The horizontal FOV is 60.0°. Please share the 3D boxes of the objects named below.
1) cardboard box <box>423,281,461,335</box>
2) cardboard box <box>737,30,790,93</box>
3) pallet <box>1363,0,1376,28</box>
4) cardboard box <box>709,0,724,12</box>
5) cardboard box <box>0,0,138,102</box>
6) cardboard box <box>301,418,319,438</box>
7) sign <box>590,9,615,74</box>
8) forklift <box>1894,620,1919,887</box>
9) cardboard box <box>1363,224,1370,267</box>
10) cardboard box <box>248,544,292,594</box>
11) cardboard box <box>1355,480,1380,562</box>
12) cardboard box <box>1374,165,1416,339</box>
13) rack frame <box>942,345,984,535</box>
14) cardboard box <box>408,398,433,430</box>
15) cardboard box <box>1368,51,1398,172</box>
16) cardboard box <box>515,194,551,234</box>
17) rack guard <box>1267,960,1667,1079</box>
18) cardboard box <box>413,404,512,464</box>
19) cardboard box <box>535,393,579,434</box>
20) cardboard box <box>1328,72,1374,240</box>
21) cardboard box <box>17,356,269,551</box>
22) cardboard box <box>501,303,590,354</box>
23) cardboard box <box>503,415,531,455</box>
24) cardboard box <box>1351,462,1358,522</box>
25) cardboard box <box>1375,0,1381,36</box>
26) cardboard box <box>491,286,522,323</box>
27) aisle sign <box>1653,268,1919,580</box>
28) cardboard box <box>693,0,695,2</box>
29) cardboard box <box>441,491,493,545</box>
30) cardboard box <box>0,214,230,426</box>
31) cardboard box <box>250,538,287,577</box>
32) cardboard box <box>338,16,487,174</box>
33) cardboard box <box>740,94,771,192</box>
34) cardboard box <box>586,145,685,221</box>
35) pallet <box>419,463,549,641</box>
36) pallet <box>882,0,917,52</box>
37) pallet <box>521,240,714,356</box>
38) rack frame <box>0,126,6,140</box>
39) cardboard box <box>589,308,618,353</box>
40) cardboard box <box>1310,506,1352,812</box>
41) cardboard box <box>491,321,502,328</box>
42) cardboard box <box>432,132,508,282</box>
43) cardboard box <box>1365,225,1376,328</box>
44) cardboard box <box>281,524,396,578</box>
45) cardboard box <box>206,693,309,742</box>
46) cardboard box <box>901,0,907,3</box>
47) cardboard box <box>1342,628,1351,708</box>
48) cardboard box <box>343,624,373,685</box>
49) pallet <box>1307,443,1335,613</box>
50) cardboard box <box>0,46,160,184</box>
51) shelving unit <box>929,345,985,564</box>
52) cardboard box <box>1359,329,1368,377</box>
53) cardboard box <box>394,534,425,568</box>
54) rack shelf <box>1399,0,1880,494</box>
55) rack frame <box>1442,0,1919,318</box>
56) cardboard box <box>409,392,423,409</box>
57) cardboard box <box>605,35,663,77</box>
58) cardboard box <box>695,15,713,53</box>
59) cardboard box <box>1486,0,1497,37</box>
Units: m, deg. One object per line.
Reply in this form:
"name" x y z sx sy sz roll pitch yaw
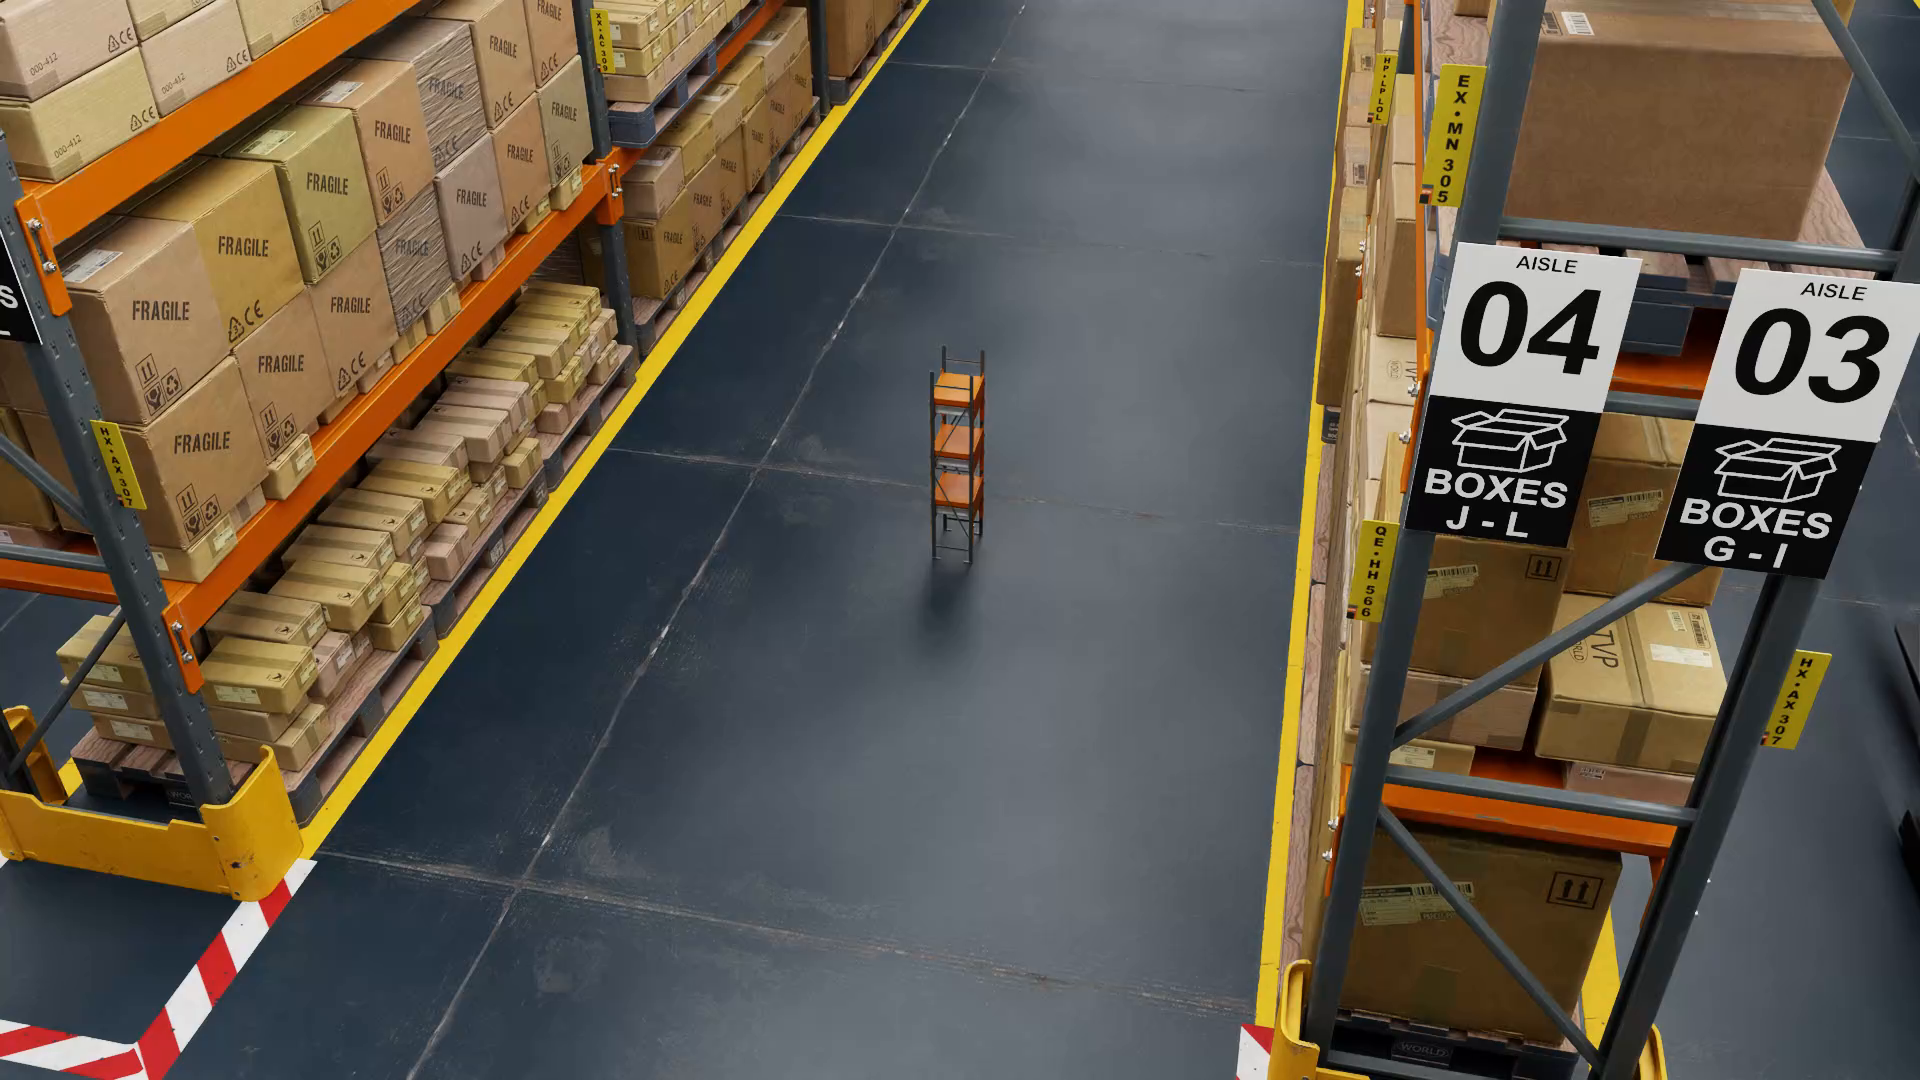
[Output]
"cardboard box" -2.447 -1.047 7.353 0.380 0.149 0.250 8 37 11
"cardboard box" -1.484 -3.286 11.361 0.500 0.250 0.500 8 37 11
"pallet" 4.017 -4.578 14.387 1.003 0.211 1.213 7 37 10
"cardboard box" -1.599 -3.205 9.719 0.380 0.149 0.250 9 37 12
"cardboard box" -2.856 -1.535 4.958 0.500 0.250 0.500 8 37 11
"cardboard box" -2.771 -0.461 6.544 0.380 0.149 0.250 9 37 12
"sign" -1.819 -2.534 8.453 0.100 0.325 0.005 7 37 10
"forklift" 4.206 0.259 5.395 1.130 2.935 3.031 6 36 9
"cardboard box" 2.085 -1.338 7.754 0.380 0.149 0.250 7 37 10
"cardboard box" -3.104 0.132 7.329 0.380 0.149 0.250 7 37 9
"cardboard box" 1.572 0.064 5.480 0.500 0.250 0.500 7 36 9
"cardboard box" 1.902 -1.108 6.458 0.500 0.500 0.500 6 36 8
"rack frame" 0.015 -0.464 7.996 0.200 1.050 0.008 7 37 10
"cardboard box" -2.866 -0.606 8.348 0.380 0.149 0.250 9 37 12
"cardboard box" 2.418 -2.193 8.635 0.500 0.500 0.500 8 37 11
"cardboard box" -2.247 -1.645 8.178 0.380 0.149 0.250 9 37 12
"rack guard" 1.613 1.752 5.407 1.175 0.500 0.348 7 37 10
"cardboard box" -2.380 -0.510 7.962 0.380 0.149 0.250 6 36 8
"cardboard box" -2.232 -0.697 8.727 0.380 0.149 0.250 6 36 8
"cardboard box" 2.962 -2.267 10.275 1.225 0.875 0.875 7 37 10
"cardboard box" -2.840 -0.338 5.821 0.500 0.500 0.500 9 37 12
"cardboard box" -2.189 -1.116 8.798 0.380 0.149 0.250 8 37 11
"cardboard box" -2.378 -0.570 8.299 0.380 0.149 0.250 8 37 11
"cardboard box" 1.644 -0.152 6.118 0.380 0.149 0.250 7 37 10
"cardboard box" 2.850 -3.361 10.246 0.500 0.500 0.500 6 36 9
"cardboard box" -2.627 -1.332 9.097 0.380 0.149 0.250 9 37 12
"aisle sign" 1.896 -0.248 3.821 0.394 0.787 0.004 7 37 10
"cardboard box" -1.651 -3.175 9.423 0.380 0.149 0.250 7 36 9
"cardboard box" -2.463 -0.118 7.929 0.380 0.149 0.250 7 37 10
"cardboard box" -2.850 -0.744 5.530 0.500 0.500 0.500 7 37 10
"cardboard box" -3.182 0.012 7.241 0.380 0.149 0.250 6 36 8
"cardboard box" -2.416 -1.921 7.154 0.500 0.500 0.500 8 37 11
"cardboard box" -1.593 -2.686 11.172 0.500 0.500 0.500 6 36 8
"cardboard box" -1.935 -2.099 9.723 0.500 0.250 0.500 6 36 8
"pallet" -2.718 -0.027 8.107 1.003 0.211 1.213 7 37 10
"pallet" -0.992 -4.551 14.349 1.003 0.211 1.213 7 37 10
"pallet" -2.186 -1.565 10.229 1.003 0.211 1.213 7 37 10
"rack frame" -3.205 -2.383 3.870 1.000 3.000 0.127 7 37 10
"cardboard box" -2.108 -1.163 9.116 0.380 0.149 0.250 8 37 11
"cardboard box" 1.871 0.517 6.433 0.875 0.875 0.875 7 37 10
"cardboard box" -2.741 -1.216 9.189 0.380 0.149 0.250 9 37 12
"cardboard box" -2.398 -1.513 7.443 0.500 0.500 0.500 7 37 10
"cardboard box" 2.006 -1.106 7.095 0.500 0.250 0.500 7 37 10
"cardboard box" -2.669 0.078 7.151 0.380 0.149 0.250 6 36 8
"cardboard box" -2.843 0.642 6.627 0.380 0.149 0.250 9 37 12
"cardboard box" -0.897 -5.173 14.391 1.050 0.750 0.750 7 37 10
"cardboard box" 1.427 0.433 5.311 0.380 0.149 0.250 8 37 10
"cardboard box" -2.758 0.467 7.122 0.380 0.149 0.250 8 37 10
"pallet" 2.234 -0.012 8.087 1.003 0.211 1.213 7 37 10
"cardboard box" -2.860 -1.333 5.105 0.500 0.250 0.500 9 37 12
"shelving unit" -0.011 -0.394 7.900 0.215 1.050 0.252 7 37 10
"cardboard box" 1.864 -0.738 6.927 0.380 0.149 0.250 7 36 9
"cardboard box" -2.639 0.043 7.453 0.380 0.149 0.250 6 36 8
"rack shelf" 2.046 -1.344 5.605 1.077 0.370 4.000 7 37 10
"rack frame" 1.619 -1.703 2.932 1.000 3.000 0.127 7 37 10
"cardboard box" -2.917 -0.742 8.283 0.380 0.149 0.250 8 37 11
"cardboard box" -1.818 -2.604 8.890 0.380 0.149 0.250 8 37 11
"cardboard box" -1.652 -2.930 9.593 0.380 0.149 0.250 8 37 10
"cardboard box" 1.978 -1.655 4.893 0.700 0.500 0.500 5 36 7
